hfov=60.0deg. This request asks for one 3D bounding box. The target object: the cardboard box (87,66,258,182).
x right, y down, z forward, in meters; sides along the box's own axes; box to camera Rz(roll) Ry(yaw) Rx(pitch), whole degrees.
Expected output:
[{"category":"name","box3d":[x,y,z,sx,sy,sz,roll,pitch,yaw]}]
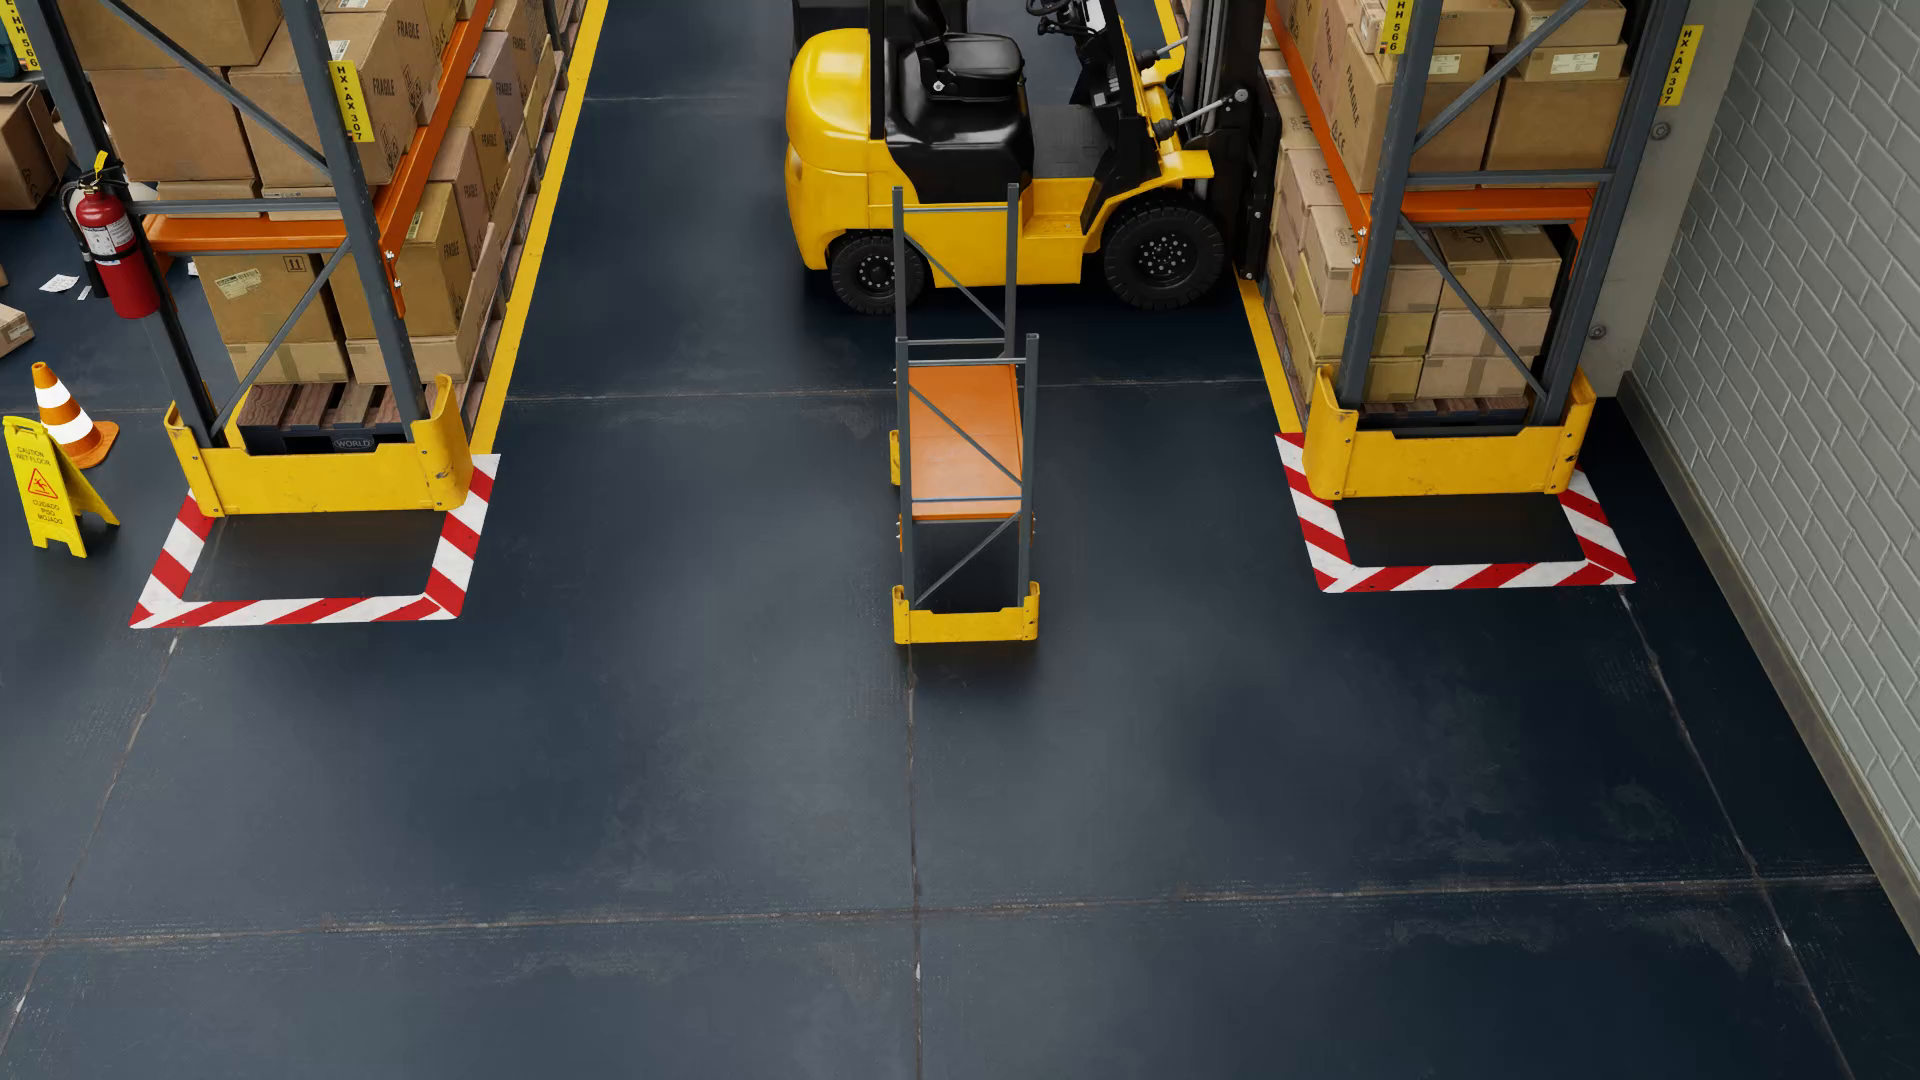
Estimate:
[{"category":"cardboard box","box3d":[-3.097,-1.793,6.692,0.500,0.500,0.500,-2,43,-3]}]

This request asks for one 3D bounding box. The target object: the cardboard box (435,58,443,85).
[{"category":"cardboard box","box3d":[-2.571,-2.128,7.538,0.380,0.149,0.250,-1,43,-1]}]

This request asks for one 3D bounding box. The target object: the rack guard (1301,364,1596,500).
[{"category":"rack guard","box3d":[2.161,-0.495,7.420,1.175,0.500,0.348,-2,43,-2]}]

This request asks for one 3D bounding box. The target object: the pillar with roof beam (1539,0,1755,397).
[{"category":"pillar with roof beam","box3d":[-1.270,-4.017,4.972,9.100,9.000,0.400,-2,43,-2]}]

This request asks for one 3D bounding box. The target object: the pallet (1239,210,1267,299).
[{"category":"pallet","box3d":[2.037,-1.742,8.994,1.003,0.211,1.213,-2,43,-2]}]

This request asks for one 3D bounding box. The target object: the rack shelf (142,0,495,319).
[{"category":"rack shelf","box3d":[-2.884,-2.373,8.151,1.077,0.370,4.000,-2,43,-2]}]

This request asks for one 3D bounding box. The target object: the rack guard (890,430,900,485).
[{"category":"rack guard","box3d":[-0.018,-0.377,7.476,0.587,0.250,0.087,-2,43,-2]}]

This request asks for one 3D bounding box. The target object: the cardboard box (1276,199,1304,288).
[{"category":"cardboard box","box3d":[1.816,-1.417,7.930,0.500,0.250,0.500,-2,43,-2]}]

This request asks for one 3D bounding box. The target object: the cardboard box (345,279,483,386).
[{"category":"cardboard box","box3d":[-2.557,-0.981,7.825,0.500,0.250,0.500,-2,43,-2]}]

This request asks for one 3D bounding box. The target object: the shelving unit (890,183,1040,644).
[{"category":"shelving unit","box3d":[0.003,-0.501,6.687,0.587,1.500,1.083,-2,43,-2]}]

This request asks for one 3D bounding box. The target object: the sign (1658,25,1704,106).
[{"category":"sign","box3d":[2.715,-1.793,6.287,0.100,0.325,0.005,-2,43,-2]}]

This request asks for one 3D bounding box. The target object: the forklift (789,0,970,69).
[{"category":"forklift","box3d":[-0.488,-3.995,9.440,1.130,2.935,3.031,-2,43,-2]}]

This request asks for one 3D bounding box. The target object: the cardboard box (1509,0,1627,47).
[{"category":"cardboard box","box3d":[2.359,-2.051,6.494,0.380,0.149,0.250,-2,43,-3]}]

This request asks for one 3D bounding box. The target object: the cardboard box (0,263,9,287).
[{"category":"cardboard box","box3d":[-5.403,-1.481,8.493,0.797,0.503,0.637,-32,51,-30]}]

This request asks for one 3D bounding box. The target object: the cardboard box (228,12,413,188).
[{"category":"cardboard box","box3d":[-2.542,-1.762,6.658,0.500,0.500,0.500,-2,43,-2]}]

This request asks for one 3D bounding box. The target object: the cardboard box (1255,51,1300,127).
[{"category":"cardboard box","box3d":[1.756,-2.272,8.493,0.500,0.250,0.500,-2,43,-3]}]

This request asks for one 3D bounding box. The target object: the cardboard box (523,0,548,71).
[{"category":"cardboard box","box3d":[-2.676,-3.014,9.487,0.500,0.500,0.500,-2,43,-2]}]

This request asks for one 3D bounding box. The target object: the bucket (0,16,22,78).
[{"category":"bucket","box3d":[-5.601,-3.106,9.716,0.726,0.611,0.620,12,34,13]}]

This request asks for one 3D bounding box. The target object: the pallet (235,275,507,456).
[{"category":"pallet","box3d":[-2.801,-0.861,8.033,1.003,0.211,1.213,-2,43,-2]}]

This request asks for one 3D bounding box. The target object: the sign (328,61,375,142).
[{"category":"sign","box3d":[-2.257,-1.623,6.160,0.100,0.325,0.005,-2,43,-2]}]

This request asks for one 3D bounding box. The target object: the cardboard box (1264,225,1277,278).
[{"category":"cardboard box","box3d":[1.800,-1.556,8.452,0.500,0.250,0.500,-1,43,-1]}]

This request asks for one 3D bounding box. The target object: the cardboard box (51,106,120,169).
[{"category":"cardboard box","box3d":[-5.079,-2.369,9.638,0.258,0.266,0.396,-32,51,-30]}]

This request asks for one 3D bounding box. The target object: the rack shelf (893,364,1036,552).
[{"category":"rack shelf","box3d":[0.004,-0.363,6.802,0.538,0.185,1.000,-2,43,-2]}]

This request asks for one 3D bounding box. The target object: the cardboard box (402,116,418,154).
[{"category":"cardboard box","box3d":[-2.562,-1.782,7.160,0.380,0.149,0.250,-3,43,-3]}]

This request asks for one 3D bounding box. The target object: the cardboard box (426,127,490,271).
[{"category":"cardboard box","box3d":[-2.585,-1.627,7.974,0.500,0.500,0.500,-3,43,-3]}]

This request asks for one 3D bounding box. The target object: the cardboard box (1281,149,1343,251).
[{"category":"cardboard box","box3d":[1.801,-1.589,7.748,0.500,0.250,0.500,-1,43,-1]}]

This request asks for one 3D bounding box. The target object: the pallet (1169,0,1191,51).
[{"category":"pallet","box3d":[1.920,-3.601,11.023,1.003,0.211,1.213,-2,43,-2]}]

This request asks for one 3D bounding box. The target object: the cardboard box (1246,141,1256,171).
[{"category":"cardboard box","box3d":[1.756,-2.103,8.678,0.500,0.250,0.500,-2,43,-2]}]

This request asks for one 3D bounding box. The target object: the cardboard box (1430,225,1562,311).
[{"category":"cardboard box","box3d":[2.329,-1.272,7.402,0.500,0.250,0.500,-2,43,-2]}]

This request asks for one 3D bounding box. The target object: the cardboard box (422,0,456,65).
[{"category":"cardboard box","box3d":[-2.590,-2.456,7.415,0.500,0.500,0.500,-2,43,-3]}]

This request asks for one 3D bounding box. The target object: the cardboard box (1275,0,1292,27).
[{"category":"cardboard box","box3d":[1.810,-2.830,8.043,0.500,0.500,0.500,-1,43,-2]}]

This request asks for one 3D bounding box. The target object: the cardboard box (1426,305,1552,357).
[{"category":"cardboard box","box3d":[2.348,-1.082,7.564,0.500,0.250,0.500,-1,43,-1]}]

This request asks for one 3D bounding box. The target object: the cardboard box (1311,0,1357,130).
[{"category":"cardboard box","box3d":[1.864,-2.145,7.296,0.500,0.500,0.500,0,43,0]}]

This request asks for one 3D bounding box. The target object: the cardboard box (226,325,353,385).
[{"category":"cardboard box","box3d":[-3.103,-0.983,7.827,0.500,0.250,0.500,-2,43,-2]}]

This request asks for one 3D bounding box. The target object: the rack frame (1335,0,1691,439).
[{"category":"rack frame","box3d":[2.160,-1.433,6.593,1.000,3.000,0.127,-2,43,-2]}]

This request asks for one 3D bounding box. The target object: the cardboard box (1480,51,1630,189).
[{"category":"cardboard box","box3d":[2.416,-1.812,6.933,0.500,0.500,0.500,0,43,0]}]

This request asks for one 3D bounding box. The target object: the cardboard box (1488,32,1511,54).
[{"category":"cardboard box","box3d":[2.331,-2.110,6.778,0.380,0.149,0.250,-2,43,-2]}]

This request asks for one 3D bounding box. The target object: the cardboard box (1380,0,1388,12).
[{"category":"cardboard box","box3d":[1.893,-2.220,6.678,0.380,0.149,0.250,-2,43,-2]}]

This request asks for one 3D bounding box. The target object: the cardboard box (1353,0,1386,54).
[{"category":"cardboard box","box3d":[1.825,-2.106,6.774,0.380,0.149,0.250,-1,43,-1]}]

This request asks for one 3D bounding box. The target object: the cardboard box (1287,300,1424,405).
[{"category":"cardboard box","box3d":[1.824,-0.882,7.717,0.500,0.250,0.500,-1,43,-1]}]

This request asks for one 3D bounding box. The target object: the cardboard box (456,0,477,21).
[{"category":"cardboard box","box3d":[-2.576,-2.655,8.113,0.380,0.149,0.250,-1,43,-1]}]

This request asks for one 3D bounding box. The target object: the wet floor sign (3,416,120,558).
[{"category":"wet floor sign","box3d":[-3.860,-0.261,7.057,0.267,0.644,0.232,12,44,13]}]

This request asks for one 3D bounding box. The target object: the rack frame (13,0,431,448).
[{"category":"rack frame","box3d":[-2.799,-1.288,6.435,1.000,3.000,0.127,-2,43,-2]}]

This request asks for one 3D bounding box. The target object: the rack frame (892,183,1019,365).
[{"category":"rack frame","box3d":[-0.018,-0.838,7.055,0.500,1.500,0.032,-2,43,-2]}]

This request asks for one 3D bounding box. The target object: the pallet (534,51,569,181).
[{"category":"pallet","box3d":[-2.905,-2.508,9.830,1.003,0.211,1.213,-2,43,-2]}]

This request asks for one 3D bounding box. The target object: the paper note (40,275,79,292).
[{"category":"paper note","box3d":[-4.714,-1.348,8.706,0.148,0.019,0.142,12,44,13]}]

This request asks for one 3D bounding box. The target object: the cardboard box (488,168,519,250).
[{"category":"cardboard box","box3d":[-2.607,-1.694,8.603,0.500,0.250,0.500,1,43,1]}]

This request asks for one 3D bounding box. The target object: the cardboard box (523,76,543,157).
[{"category":"cardboard box","box3d":[-2.643,-2.379,9.349,0.500,0.250,0.500,-3,43,-3]}]

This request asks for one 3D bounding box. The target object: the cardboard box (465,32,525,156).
[{"category":"cardboard box","box3d":[-2.630,-2.326,8.737,0.500,0.500,0.500,0,43,0]}]
